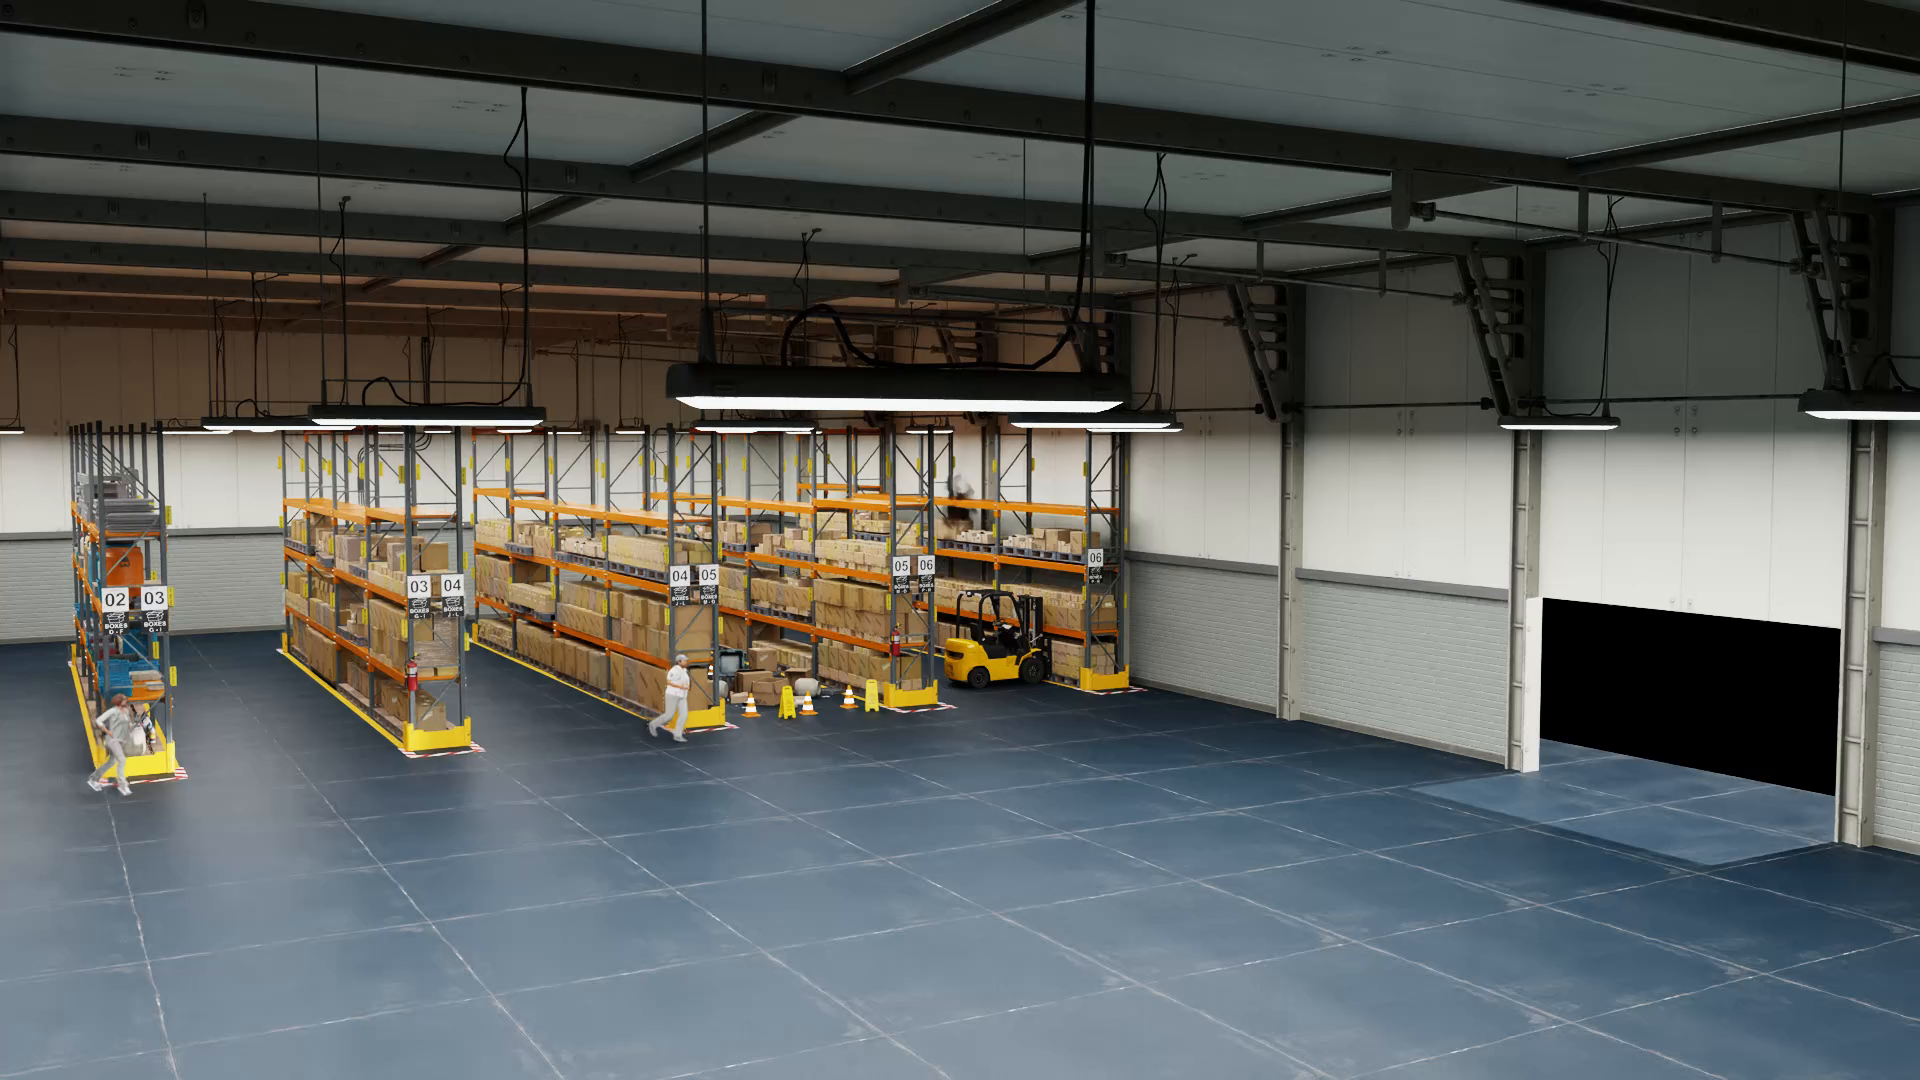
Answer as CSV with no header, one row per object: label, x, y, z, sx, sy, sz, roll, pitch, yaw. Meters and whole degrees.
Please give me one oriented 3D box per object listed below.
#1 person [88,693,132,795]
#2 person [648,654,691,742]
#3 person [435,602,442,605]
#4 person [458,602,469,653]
person,-13.640,3.283,26.842,0.770,1.618,0.543,0,4,3
person,-5.412,2.982,31.540,0.849,1.623,0.658,2,4,25
person,-14.096,2.149,44.895,0.597,1.594,0.533,-2,4,-28
person,-13.204,2.188,43.768,0.585,1.696,0.647,-2,4,-27
